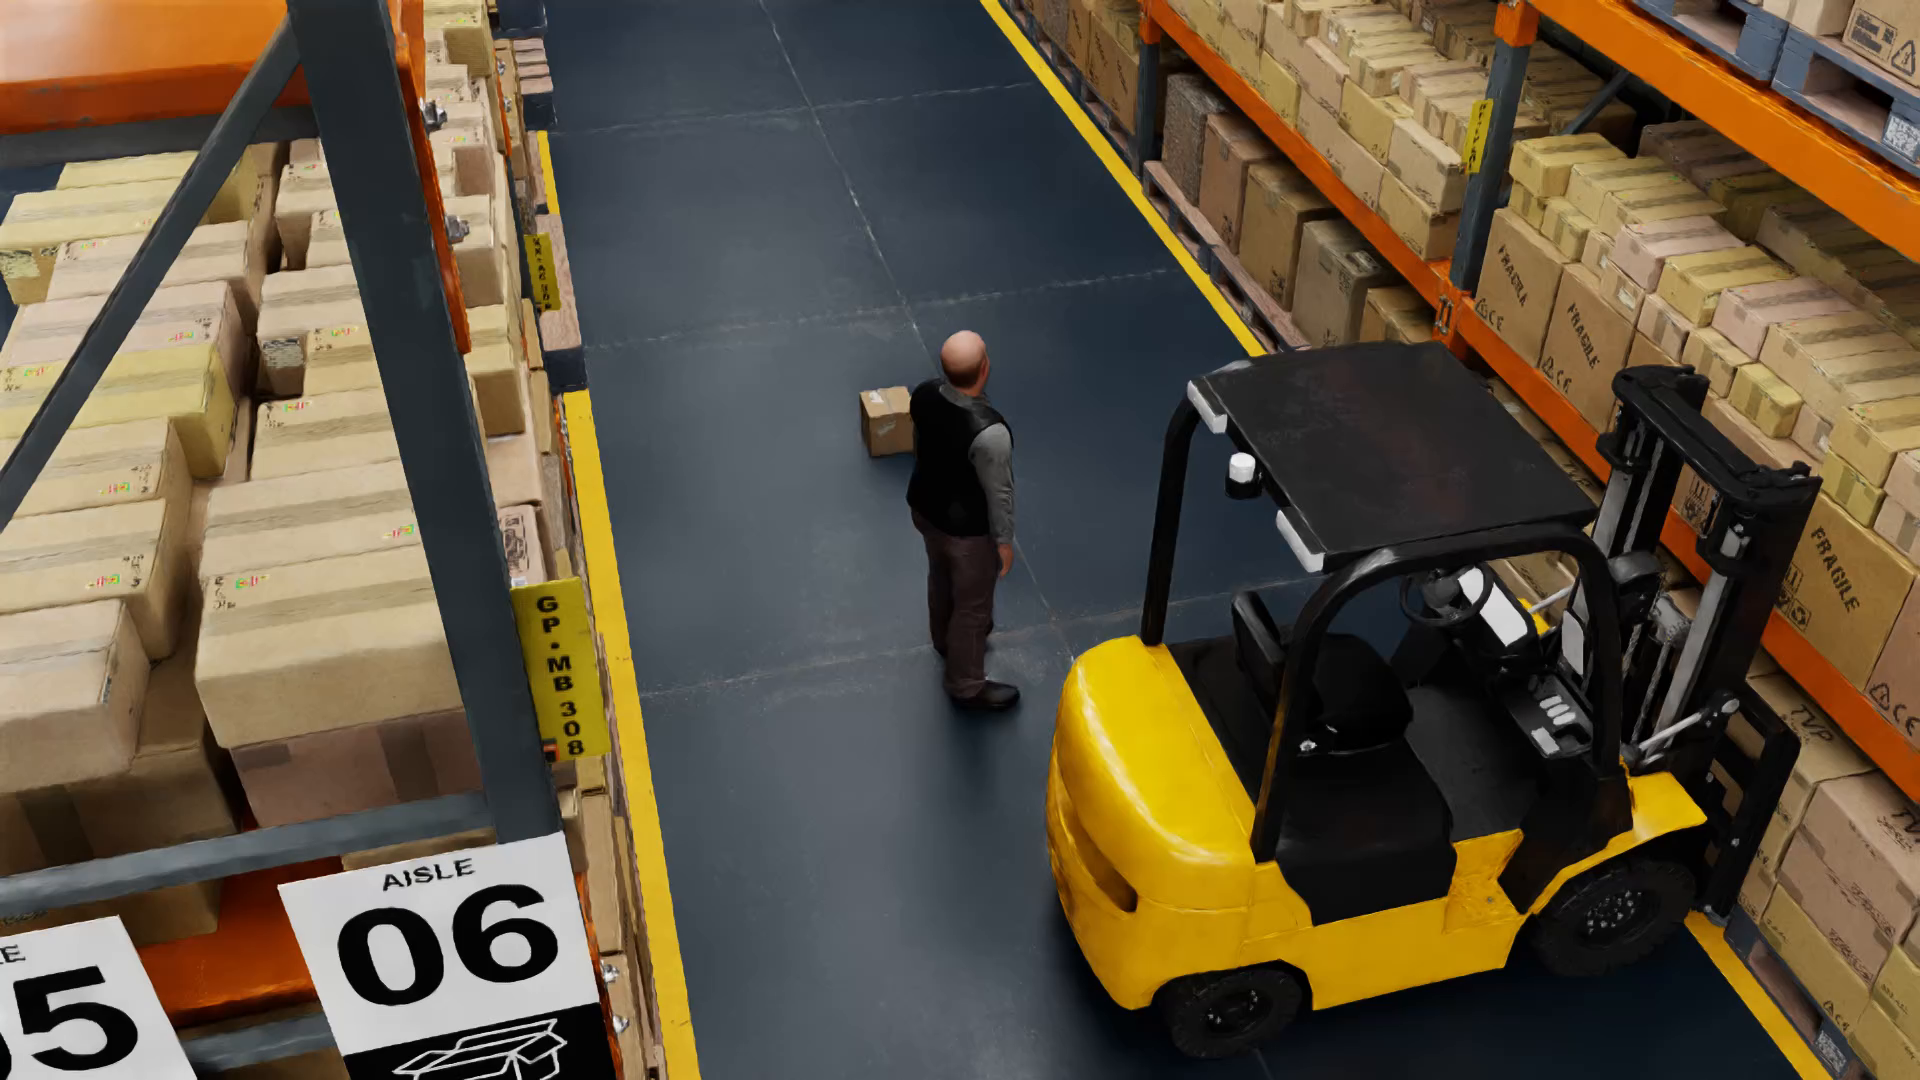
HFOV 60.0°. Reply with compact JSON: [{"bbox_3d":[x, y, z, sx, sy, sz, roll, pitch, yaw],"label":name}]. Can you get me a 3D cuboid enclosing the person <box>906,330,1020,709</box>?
[{"bbox_3d":[0.053,-0.109,6.830,0.470,1.730,0.588,-26,45,-30],"label":"person"}]
